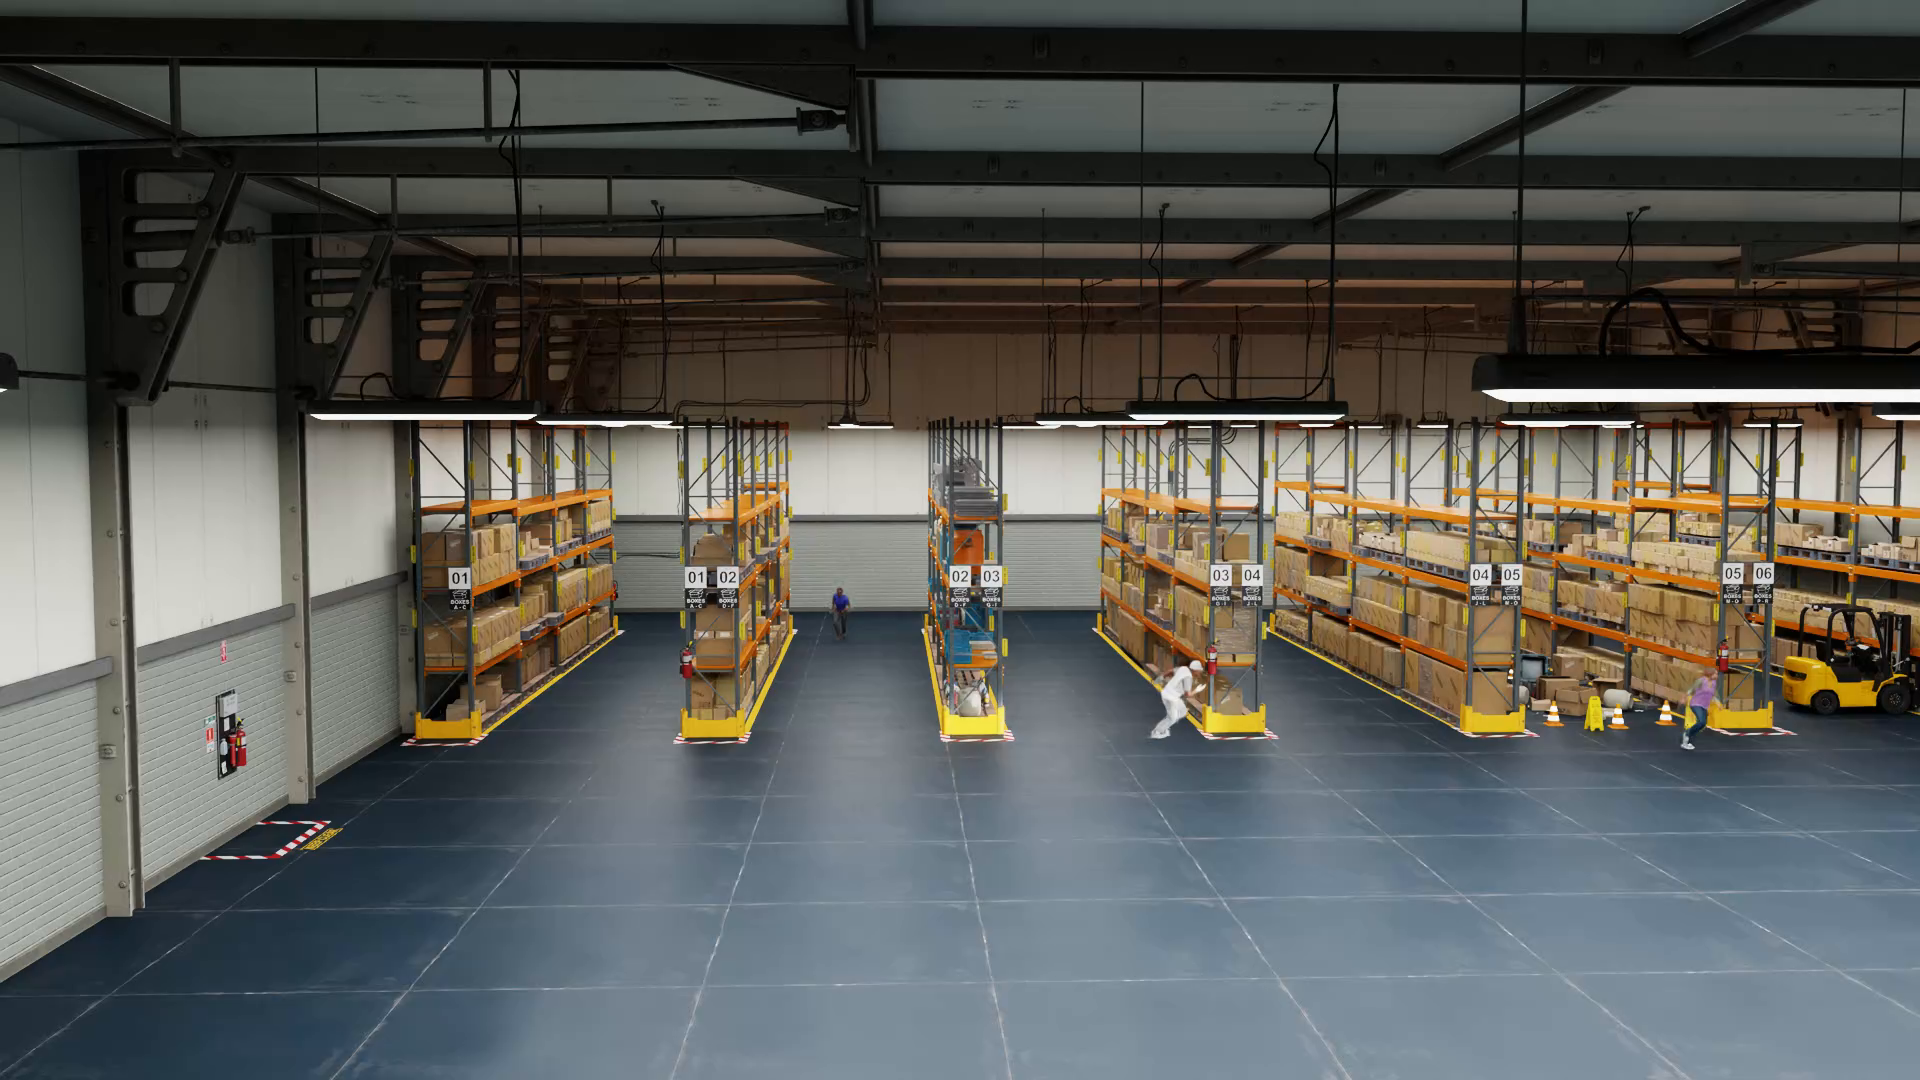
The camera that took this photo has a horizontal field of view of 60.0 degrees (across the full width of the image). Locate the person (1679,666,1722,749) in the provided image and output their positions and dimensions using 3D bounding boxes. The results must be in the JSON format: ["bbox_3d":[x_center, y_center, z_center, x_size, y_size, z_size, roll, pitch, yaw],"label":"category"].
[{"bbox_3d":[13.311,3.035,29.849,0.540,1.464,0.689,-2,4,-25],"label":"person"}]

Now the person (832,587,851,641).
[{"bbox_3d":[-3.225,1.990,45.604,0.595,1.471,1.013,1,4,11],"label":"person"}]

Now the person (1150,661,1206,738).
[{"bbox_3d":[4.043,2.955,30.828,1.010,1.472,0.669,0,4,5],"label":"person"}]

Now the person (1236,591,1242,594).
[{"bbox_3d":[7.489,1.948,45.339,0.631,1.648,0.729,-1,4,-19],"label":"person"}]
